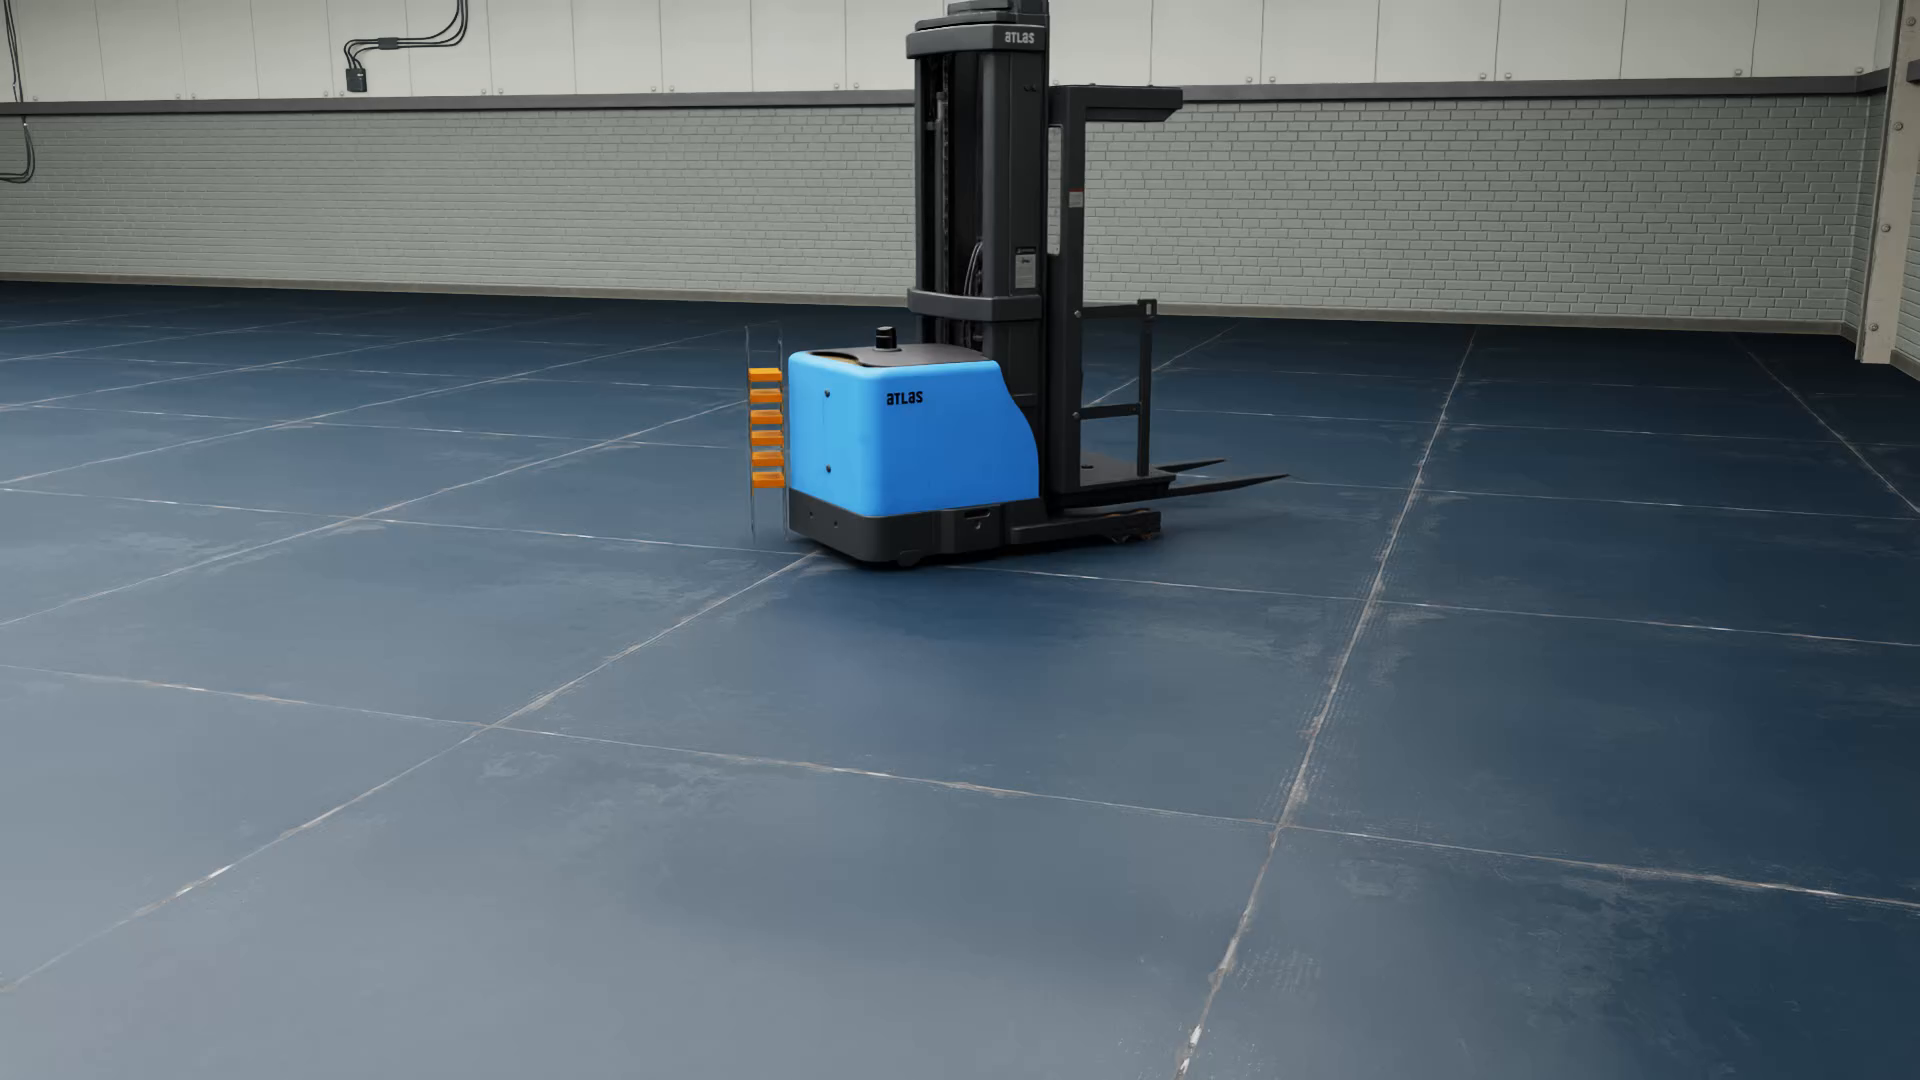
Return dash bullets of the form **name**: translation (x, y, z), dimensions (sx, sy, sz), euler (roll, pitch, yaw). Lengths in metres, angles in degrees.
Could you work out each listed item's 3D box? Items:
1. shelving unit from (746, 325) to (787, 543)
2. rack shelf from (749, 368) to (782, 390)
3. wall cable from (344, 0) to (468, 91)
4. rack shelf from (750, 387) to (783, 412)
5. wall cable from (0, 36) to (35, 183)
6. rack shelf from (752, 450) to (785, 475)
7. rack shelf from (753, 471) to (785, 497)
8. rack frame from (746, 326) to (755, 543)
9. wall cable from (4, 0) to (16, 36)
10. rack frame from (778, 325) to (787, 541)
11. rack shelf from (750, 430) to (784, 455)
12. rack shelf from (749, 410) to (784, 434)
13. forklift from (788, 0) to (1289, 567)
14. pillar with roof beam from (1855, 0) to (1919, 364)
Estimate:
- **shelving unit**: translation (-1.096, -0.600, 9.417), dimensions (0.189, 1.200, 0.258), euler (-2, 13, -9)
- **rack shelf**: translation (-1.097, -0.907, 9.347), dimensions (0.180, 0.103, 0.258), euler (-2, 13, -9)
- **wall cable**: translation (-8.768, -10.079, 25.783), dimensions (2.305, 6.003, 0.169), euler (4, 14, 18)
- **rack shelf**: translation (-1.097, -0.790, 9.373), dimensions (0.180, 0.103, 0.258), euler (-2, 13, -9)
- **wall cable**: translation (-17.746, -7.594, 29.516), dimensions (3.097, 2.526, 0.112), euler (4, 14, 18)
- **rack shelf**: translation (-1.095, -0.439, 9.454), dimensions (0.180, 0.103, 0.258), euler (-2, 13, -9)
- **rack shelf**: translation (-1.095, -0.322, 9.480), dimensions (0.180, 0.103, 0.258), euler (-2, 13, -9)
- **rack frame**: translation (-1.186, -0.596, 9.403), dimensions (0.006, 1.200, 0.240), euler (-2, 13, -9)
- **wall cable**: translation (-15.186, -9.862, 28.101), dimensions (3.097, 2.526, 0.112), euler (4, 14, 18)
- **rack frame**: translation (-1.005, -0.603, 9.431), dimensions (0.006, 1.200, 0.240), euler (-2, 13, -9)
- **rack shelf**: translation (-1.096, -0.556, 9.427), dimensions (0.180, 0.103, 0.258), euler (-2, 13, -9)
- **rack shelf**: translation (-1.096, -0.673, 9.400), dimensions (0.180, 0.103, 0.258), euler (-2, 13, -9)
- **forklift**: translation (0.560, -1.507, 9.503), dimensions (3.031, 2.935, 1.130), euler (-8, 15, -30)
- **pillar with roof beam**: translation (5.782, -6.625, 18.292), dimensions (9.100, 9.000, 0.400), euler (4, 14, 18)
